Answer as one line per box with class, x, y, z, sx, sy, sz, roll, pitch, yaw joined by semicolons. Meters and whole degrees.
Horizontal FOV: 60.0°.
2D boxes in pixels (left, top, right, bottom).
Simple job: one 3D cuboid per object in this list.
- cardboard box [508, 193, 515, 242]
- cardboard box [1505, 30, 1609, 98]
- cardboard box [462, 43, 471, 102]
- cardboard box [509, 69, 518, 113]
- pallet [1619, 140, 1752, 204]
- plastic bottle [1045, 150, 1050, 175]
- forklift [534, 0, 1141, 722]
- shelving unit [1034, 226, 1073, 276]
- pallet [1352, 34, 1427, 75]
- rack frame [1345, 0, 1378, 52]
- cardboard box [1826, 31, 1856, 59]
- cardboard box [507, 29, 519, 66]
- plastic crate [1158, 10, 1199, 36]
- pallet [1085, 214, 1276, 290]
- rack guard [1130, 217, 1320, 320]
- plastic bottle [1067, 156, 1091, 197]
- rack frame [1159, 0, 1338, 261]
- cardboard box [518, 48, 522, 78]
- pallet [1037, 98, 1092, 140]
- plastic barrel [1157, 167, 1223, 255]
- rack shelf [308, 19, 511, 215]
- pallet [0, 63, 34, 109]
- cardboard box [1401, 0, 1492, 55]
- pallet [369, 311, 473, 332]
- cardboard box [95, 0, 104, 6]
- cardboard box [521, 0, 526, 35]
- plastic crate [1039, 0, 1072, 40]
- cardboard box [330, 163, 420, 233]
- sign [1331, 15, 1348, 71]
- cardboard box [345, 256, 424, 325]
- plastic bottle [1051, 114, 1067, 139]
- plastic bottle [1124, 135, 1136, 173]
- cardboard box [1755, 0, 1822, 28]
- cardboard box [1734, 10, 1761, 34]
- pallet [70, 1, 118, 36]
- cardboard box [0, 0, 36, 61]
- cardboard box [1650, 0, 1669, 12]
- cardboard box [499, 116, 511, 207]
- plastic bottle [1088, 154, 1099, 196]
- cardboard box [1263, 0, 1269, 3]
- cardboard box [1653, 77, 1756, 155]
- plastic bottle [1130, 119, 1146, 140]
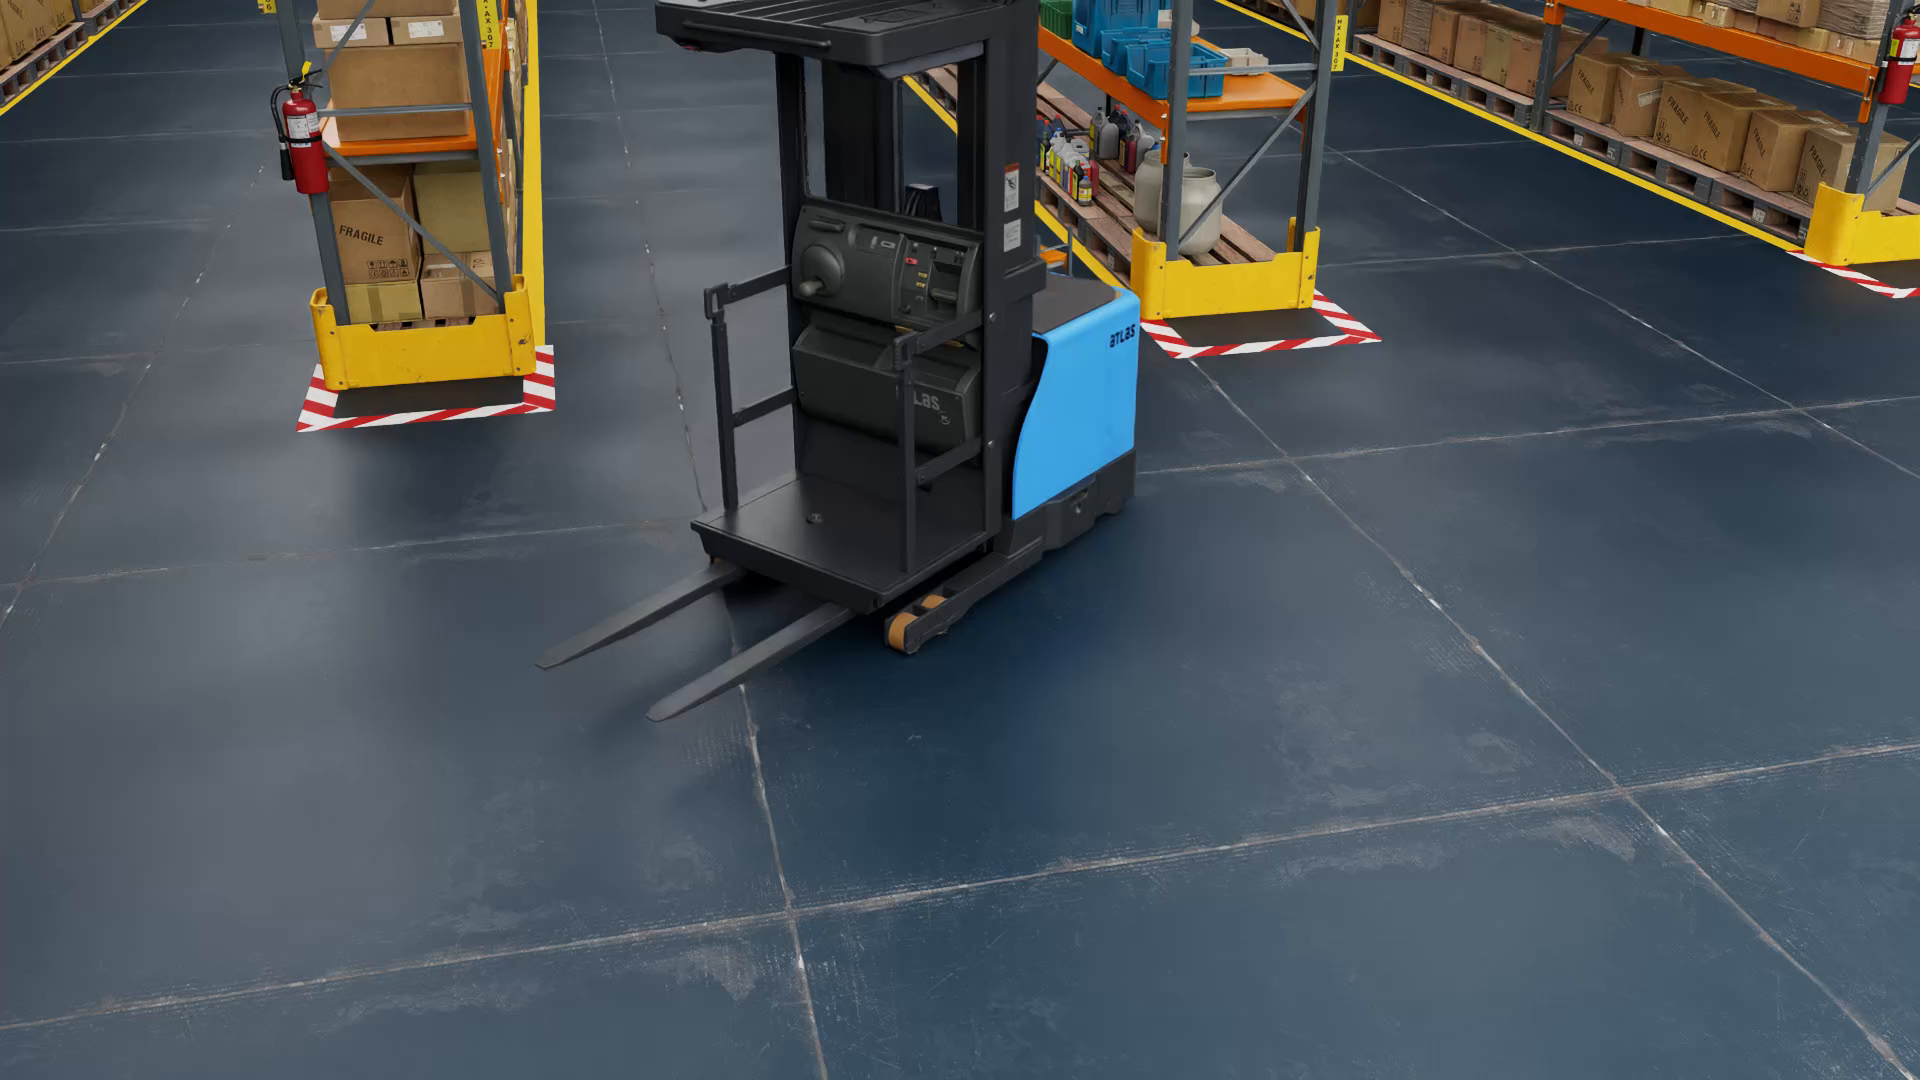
cardboard box;-3.316;-2.205;11.375;0.500;0.250;0.500;-6;27;-12
cardboard box;5.558;-4.441;15.505;0.700;0.500;0.500;-8;28;-16
cardboard box;-3.292;-2.809;9.876;0.700;0.500;0.500;-5;27;-10
cardboard box;-3.935;-3.722;13.757;0.500;0.311;0.500;-6;27;-12
pallet;6.139;-3.016;13.491;1.003;0.211;1.213;-6;27;-12
plastic bottle;0.711;-2.927;12.837;0.097;0.201;0.097;0;27;0
forklift;-0.443;-1.093;6.662;1.130;2.935;3.031;19;32;33
shelving unit;0.296;-1.042;8.484;0.258;1.200;0.503;-22;34;-36
pallet;4.948;-5.257;17.930;1.003;0.211;1.213;-6;27;-12
rack frame;4.774;-6.845;17.982;1.000;3.000;0.127;-6;27;-12
cardboard box;6.255;-3.434;11.504;0.380;0.149;0.250;-6;27;-12
cardboard box;-4.397;-4.618;15.534;0.500;0.311;0.500;-6;27;-12
plastic crate;1.462;-3.781;12.204;0.530;0.136;0.437;-6;27;-12
pallet;1.510;-1.971;11.420;1.003;0.211;1.213;-6;27;-12
rack guard;1.688;-1.742;10.647;1.175;0.500;0.348;-6;27;-12
plastic bottle;0.880;-2.685;12.276;0.152;0.276;0.135;-6;27;-11
rack frame;1.751;-2.830;10.027;1.000;3.000;0.127;-6;27;-12
cardboard box;-4.522;-4.594;16.108;0.500;0.250;0.500;-5;27;-10
pallet;0.635;-3.682;14.810;1.003;0.211;1.213;-6;27;-12
plastic barrel;1.528;-2.188;11.050;0.421;0.512;0.421;0;27;0
rack shelf;-3.526;-2.885;10.935;1.077;0.370;4.000;-6;27;-12
pallet;-9.808;-4.445;16.321;1.003;0.211;1.213;-6;27;-12
cardboard box;5.082;-5.391;17.387;0.700;0.500;0.500;-8;28;-16
pallet;-3.289;-1.415;10.319;1.003;0.211;1.213;-6;27;-12
cardboard box;-10.784;-6.723;20.048;0.700;0.500;0.500;-6;27;-12
cardboard box;-5.057;-5.828;18.254;0.500;0.500;0.500;-7;28;-13
plastic crate;0.880;-3.866;12.316;0.450;0.188;0.662;-6;27;-12
cardboard box;-3.726;-2.266;10.663;0.500;0.500;0.500;-6;27;-12
sign;2.288;-3.007;10.072;0.100;0.325;0.005;-6;27;-12
cardboard box;-3.484;-1.494;9.966;0.500;0.250;0.500;-6;27;-12
plastic bottle;0.768;-3.218;13.247;0.144;0.351;0.185;-6;27;-12
plastic bottle;1.321;-3.007;12.905;0.061;0.283;0.133;-6;27;-12
cardboard box;6.250;-3.962;11.829;0.875;0.500;0.500;-6;27;-12
cardboard box;6.014;-3.872;12.370;0.380;0.149;0.250;-6;27;-12
pallet;-10.701;-6.189;19.777;1.003;0.211;1.213;-6;27;-12
cardboard box;-9.933;-5.285;16.811;0.750;0.750;0.750;-6;27;-12
cardboard box;5.736;-4.305;13.230;0.380;0.149;0.250;-6;27;-12
cardboard box;-3.315;-2.540;11.206;0.500;0.500;0.500;-6;27;-12
plastic bottle;0.984;-2.700;12.296;0.061;0.283;0.133;-6;27;-12
cardboard box;4.238;-7.168;20.515;1.225;0.875;0.875;-7;28;-13
cardboard box;6.079;-3.465;13.595;0.500;0.500;0.500;-8;28;-16
plastic bottle;1.392;-3.120;13.054;0.144;0.351;0.185;-6;27;-12
